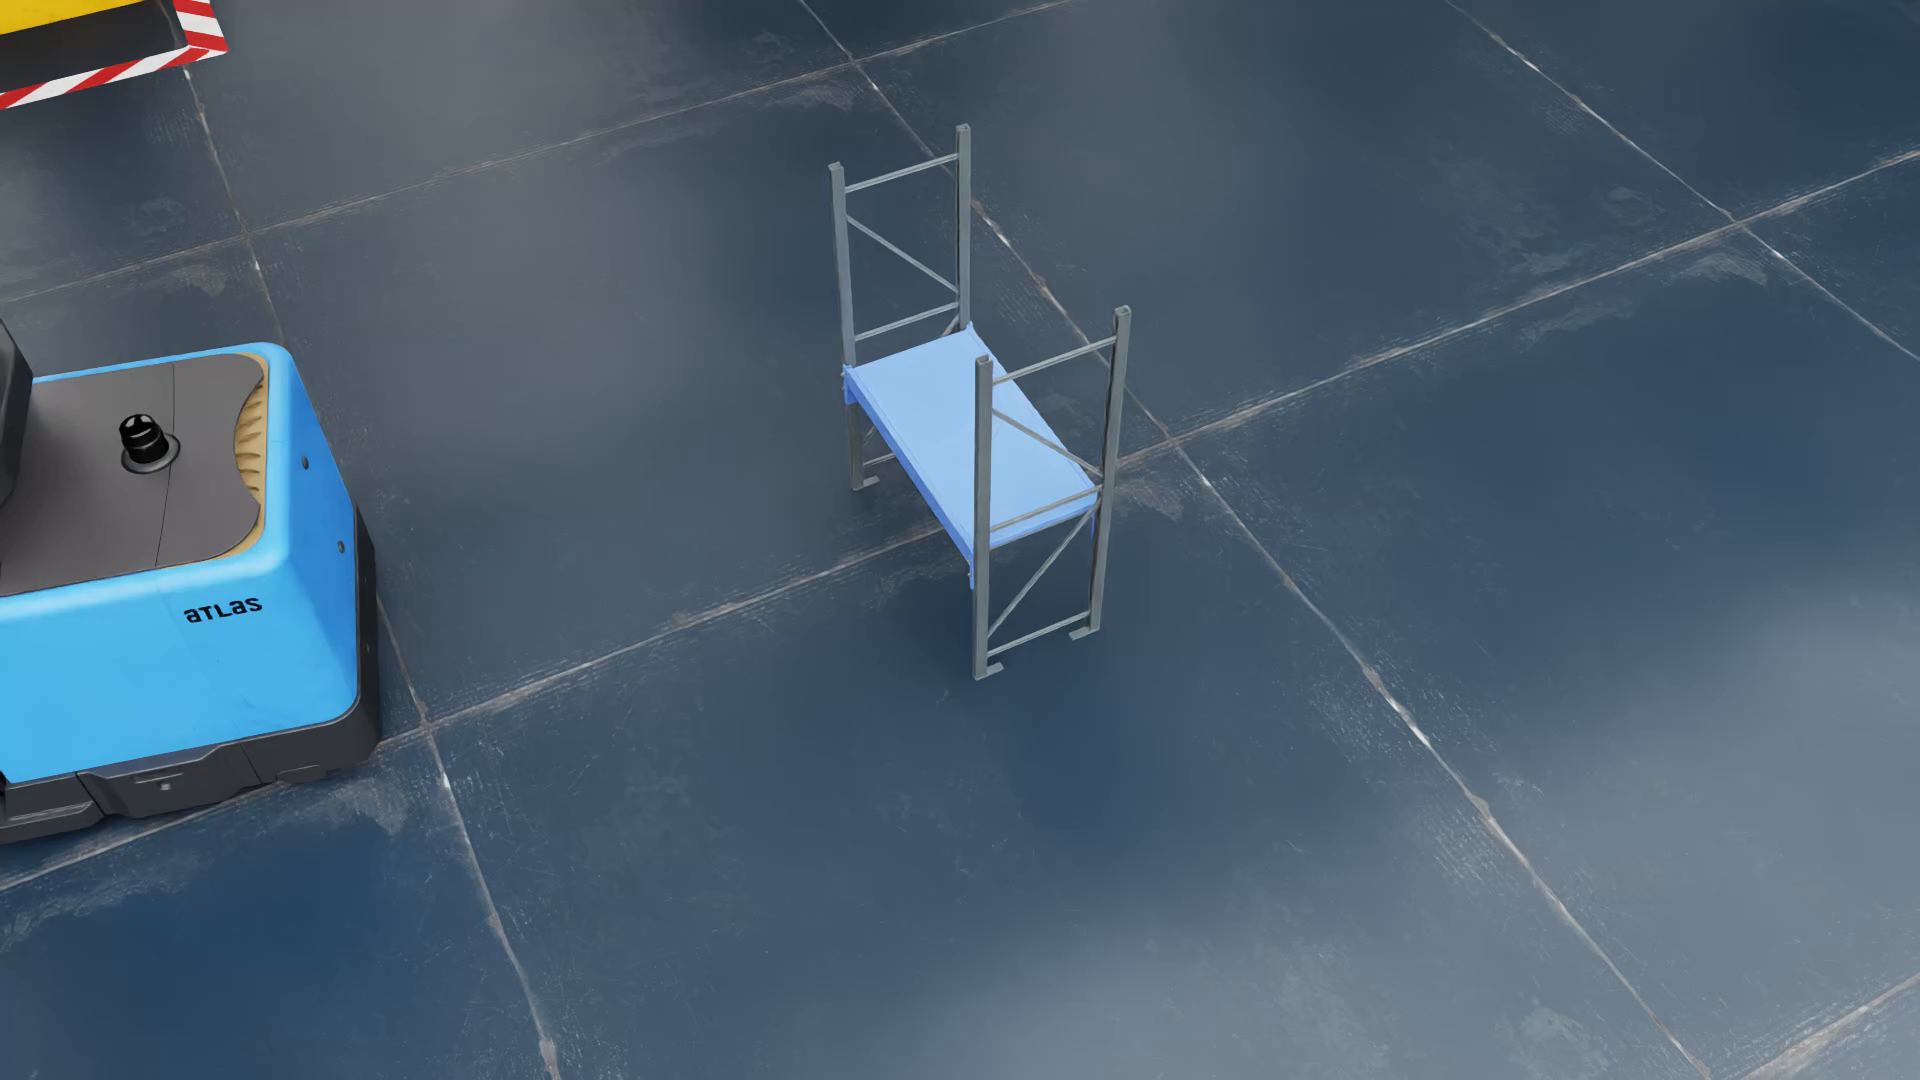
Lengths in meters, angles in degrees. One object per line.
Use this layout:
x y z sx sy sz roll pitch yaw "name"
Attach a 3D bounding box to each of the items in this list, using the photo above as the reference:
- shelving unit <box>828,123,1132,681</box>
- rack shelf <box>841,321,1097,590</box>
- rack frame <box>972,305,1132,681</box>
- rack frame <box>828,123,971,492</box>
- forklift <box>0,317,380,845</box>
0.039 -0.437 5.636 0.538 1.500 1.048 -21 52 -18 "shelving unit"
0.039 -0.318 5.771 0.538 0.185 1.000 -21 52 -18 "rack shelf"
0.272 -0.096 5.338 0.500 1.500 0.032 -21 52 -18 "rack frame"
-0.194 -0.777 5.933 0.500 1.500 0.032 -21 52 -18 "rack frame"
-3.518 -0.290 4.557 3.031 2.935 1.130 -11 50 -9 "forklift"
